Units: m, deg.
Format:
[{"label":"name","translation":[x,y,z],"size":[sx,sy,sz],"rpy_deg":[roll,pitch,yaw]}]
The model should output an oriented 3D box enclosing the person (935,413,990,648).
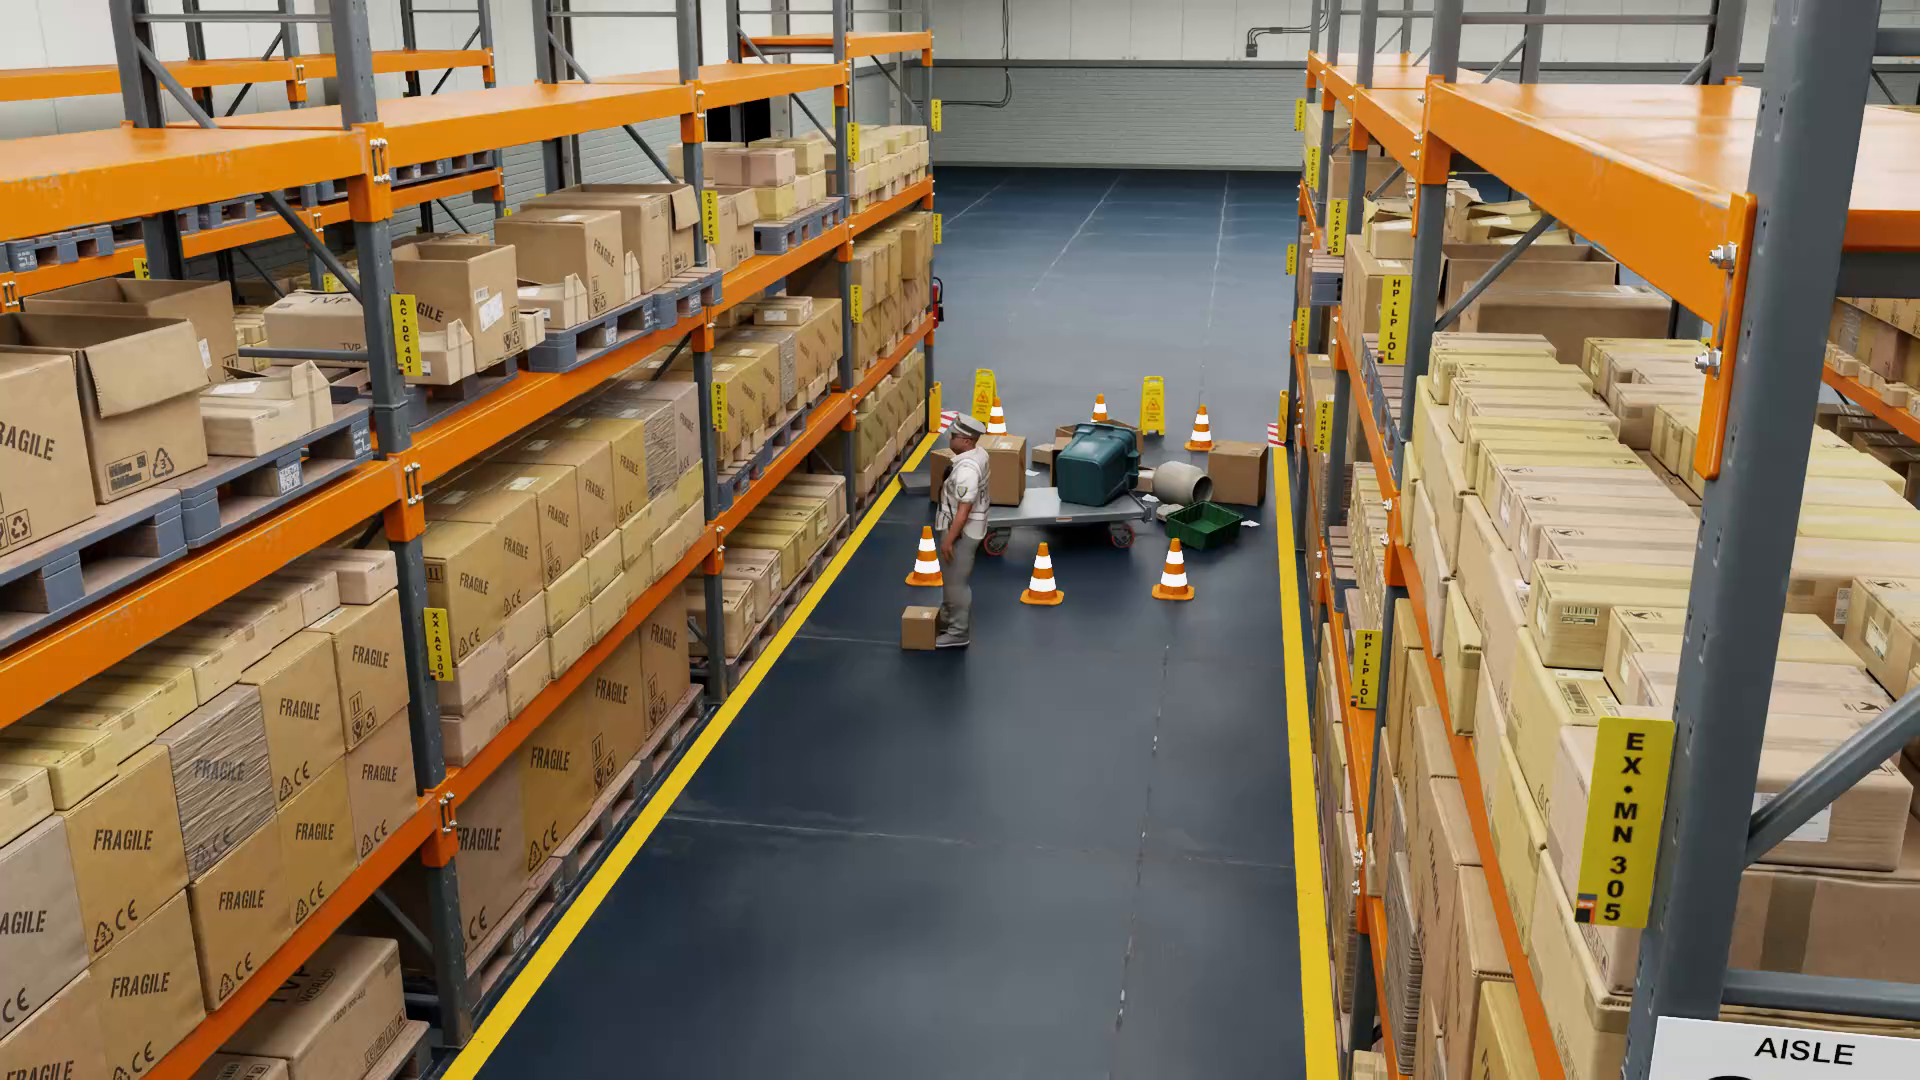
[{"label":"person","translation":[-0.075,-0.077,12.202],"size":[0.573,1.782,0.641],"rpy_deg":[3,18,9]}]
